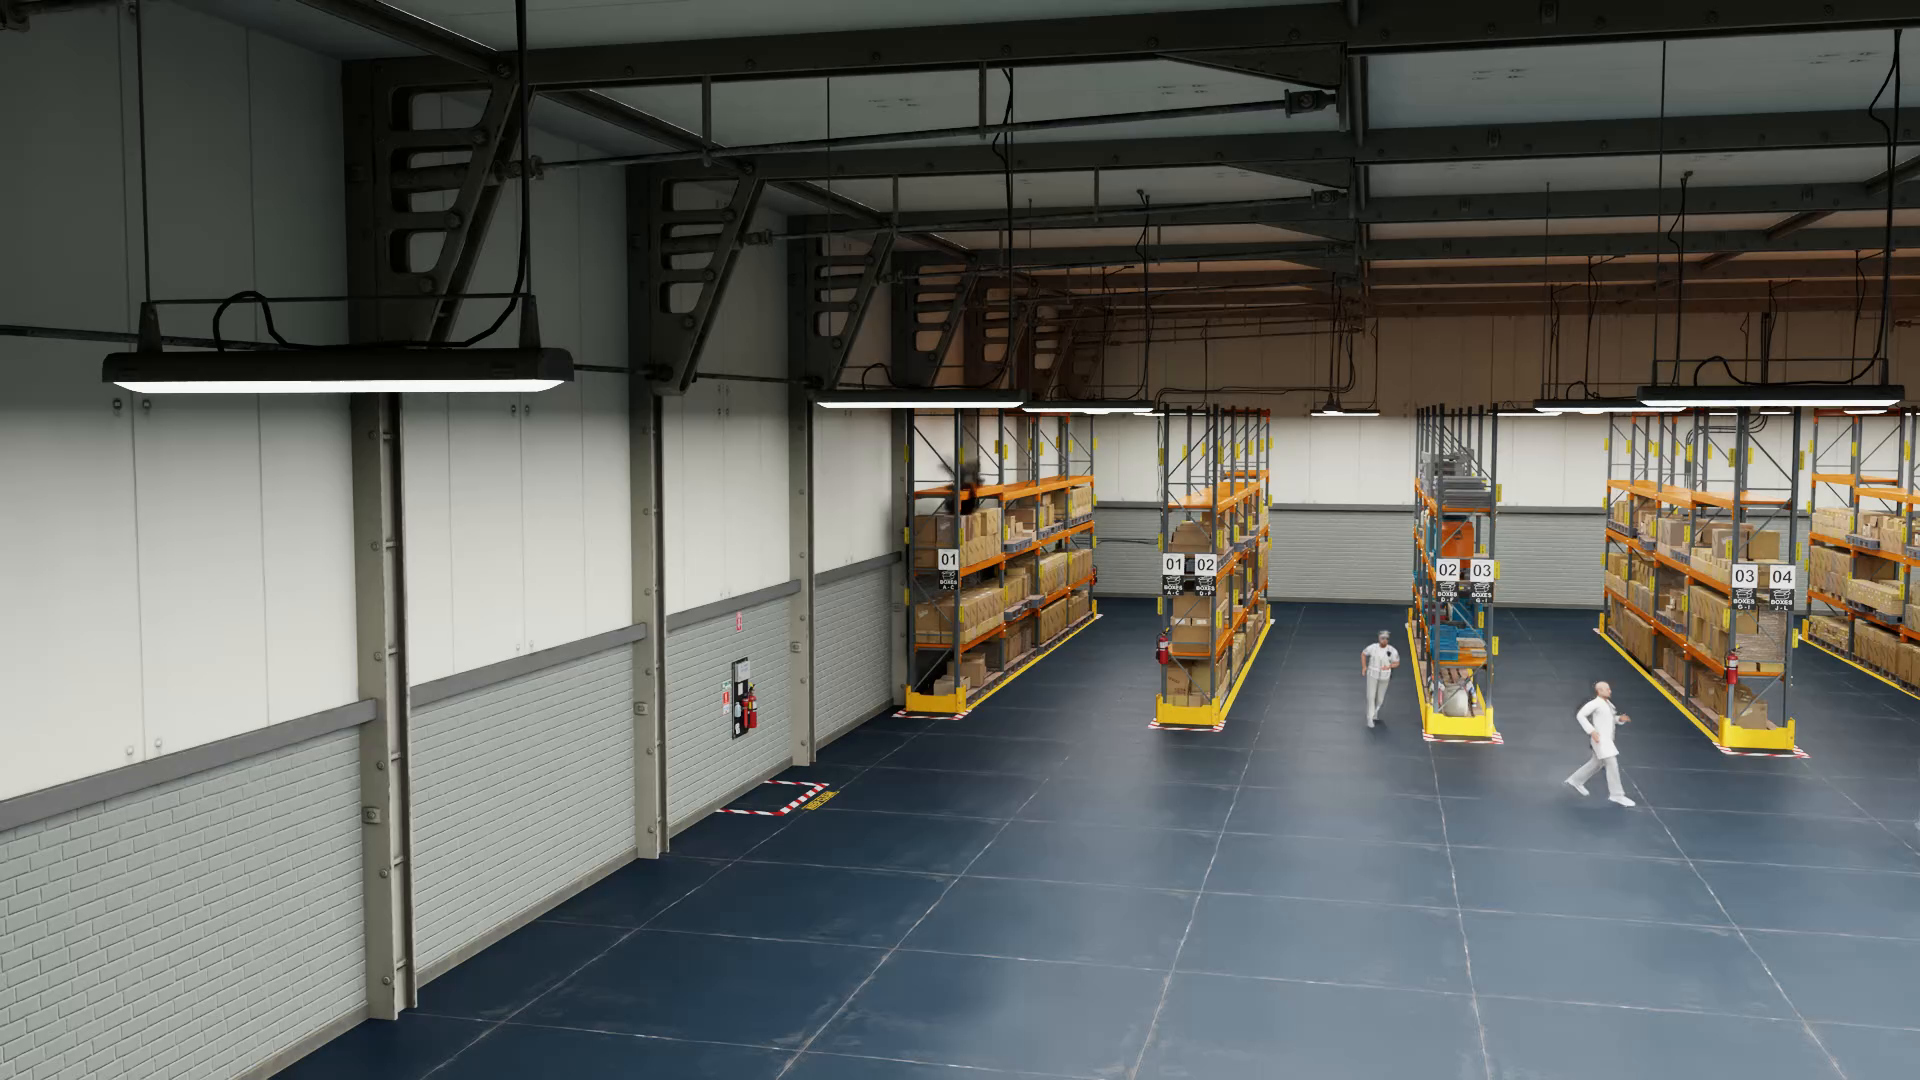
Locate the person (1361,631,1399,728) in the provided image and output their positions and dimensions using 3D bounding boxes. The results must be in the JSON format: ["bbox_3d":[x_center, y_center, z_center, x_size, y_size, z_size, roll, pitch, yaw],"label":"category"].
[{"bbox_3d":[7.887,2.590,31.219,0.683,1.807,0.909,1,4,9],"label":"person"}]

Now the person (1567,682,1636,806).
[{"bbox_3d":[9.563,3.001,24.768,1.042,1.784,0.695,3,5,37],"label":"person"}]
